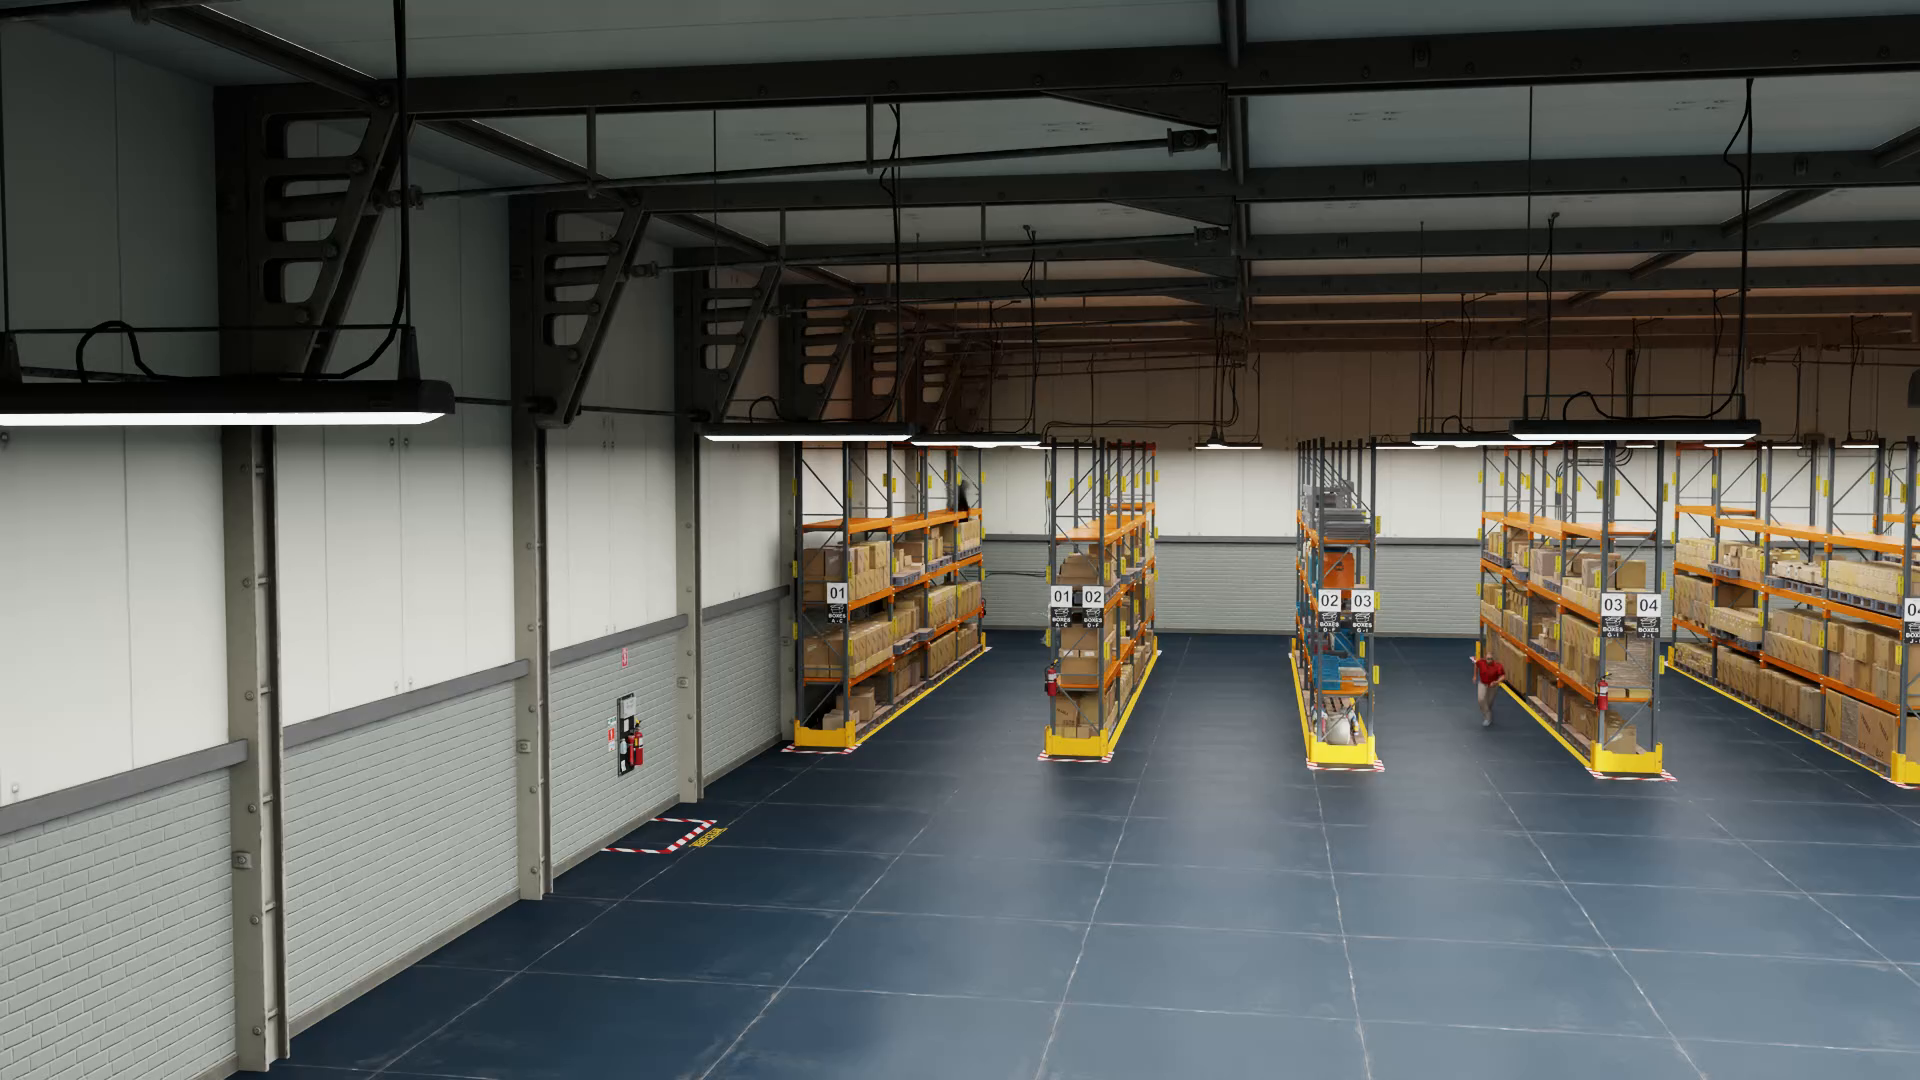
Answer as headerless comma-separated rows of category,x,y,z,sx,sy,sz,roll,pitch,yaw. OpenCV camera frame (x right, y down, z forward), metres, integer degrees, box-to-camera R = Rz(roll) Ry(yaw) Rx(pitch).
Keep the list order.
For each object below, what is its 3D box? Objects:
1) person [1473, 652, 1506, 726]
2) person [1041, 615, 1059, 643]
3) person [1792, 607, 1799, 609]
person,11.109,3.083,34.908,0.675,1.568,1.062,1,3,21
person,2.926,2.415,49.243,1.068,1.470,0.593,2,4,38
person,21.296,2.593,42.406,0.661,1.745,0.926,0,3,-5
